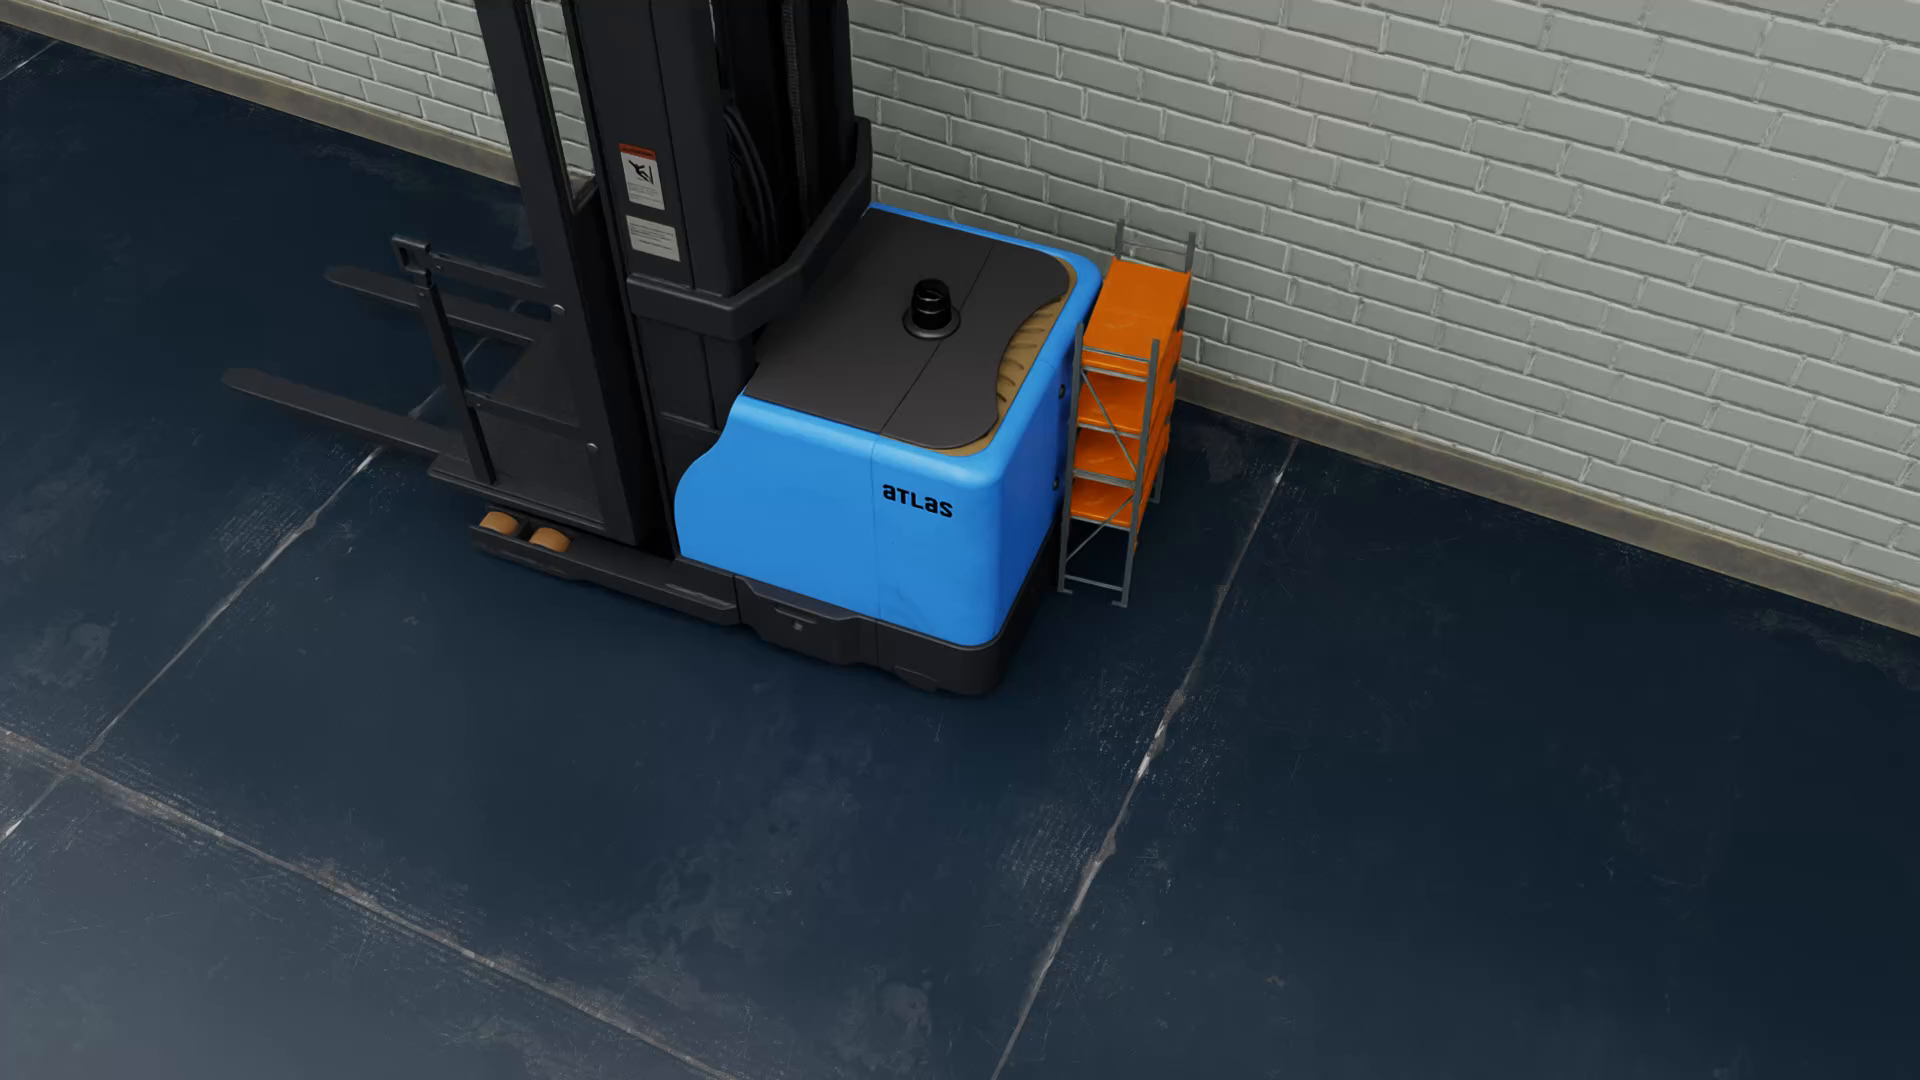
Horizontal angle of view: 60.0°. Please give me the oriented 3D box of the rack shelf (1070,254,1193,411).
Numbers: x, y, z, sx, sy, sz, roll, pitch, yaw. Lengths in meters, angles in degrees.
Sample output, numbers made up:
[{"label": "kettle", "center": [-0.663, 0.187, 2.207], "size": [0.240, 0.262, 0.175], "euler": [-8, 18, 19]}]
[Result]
[{"label": "rack shelf", "center": [0.516, -0.626, 4.979], "size": [0.258, 0.148, 0.480], "euler": [13, 51, 11]}]

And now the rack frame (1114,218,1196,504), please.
[{"label": "rack frame", "center": [0.588, -0.549, 5.429], "size": [0.240, 1.200, 0.015], "euler": [13, 51, 11]}]

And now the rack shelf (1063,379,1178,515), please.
[{"label": "rack shelf", "center": [0.516, -0.327, 5.329], "size": [0.258, 0.148, 0.480], "euler": [13, 51, 11]}]

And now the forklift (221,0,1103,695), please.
[{"label": "forklift", "center": [-1.119, -1.188, 4.837], "size": [3.031, 2.935, 1.130], "euler": [17, 52, 14]}]

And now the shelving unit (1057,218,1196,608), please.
[{"label": "shelving unit", "center": [0.516, -0.371, 5.278], "size": [0.258, 1.200, 0.503], "euler": [13, 51, 11]}]

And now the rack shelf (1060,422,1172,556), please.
[{"label": "rack shelf", "center": [0.516, -0.199, 5.480], "size": [0.258, 0.148, 0.480], "euler": [13, 51, 11]}]

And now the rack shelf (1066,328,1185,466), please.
[{"label": "rack shelf", "center": [0.516, -0.472, 5.159], "size": [0.258, 0.148, 0.480], "euler": [13, 51, 11]}]

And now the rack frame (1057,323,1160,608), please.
[{"label": "rack frame", "center": [0.444, -0.193, 5.127], "size": [0.240, 1.200, 0.015], "euler": [13, 51, 11]}]
